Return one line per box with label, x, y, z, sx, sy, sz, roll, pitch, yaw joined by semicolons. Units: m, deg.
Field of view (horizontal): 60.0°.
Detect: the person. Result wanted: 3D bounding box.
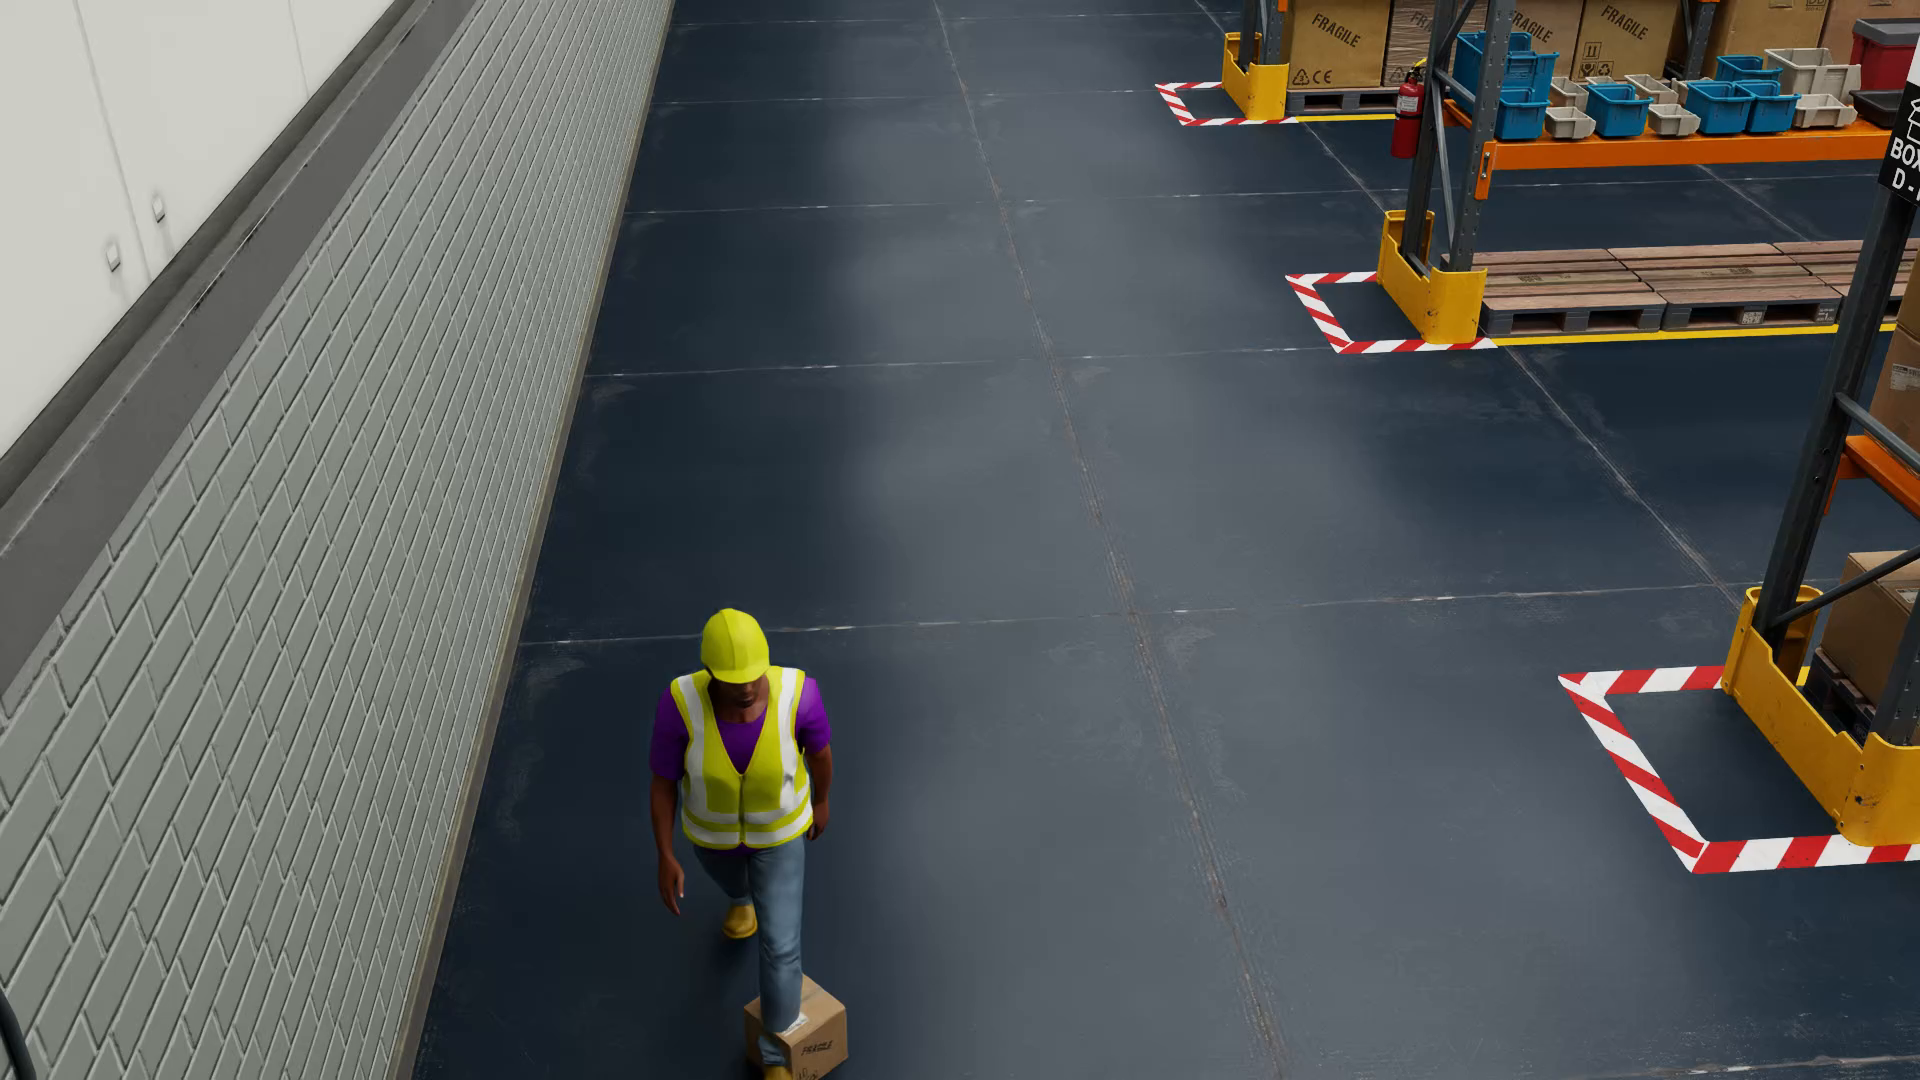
person;-0.710;0.944;5.508;0.577;1.708;1.114;-1;31;-1
